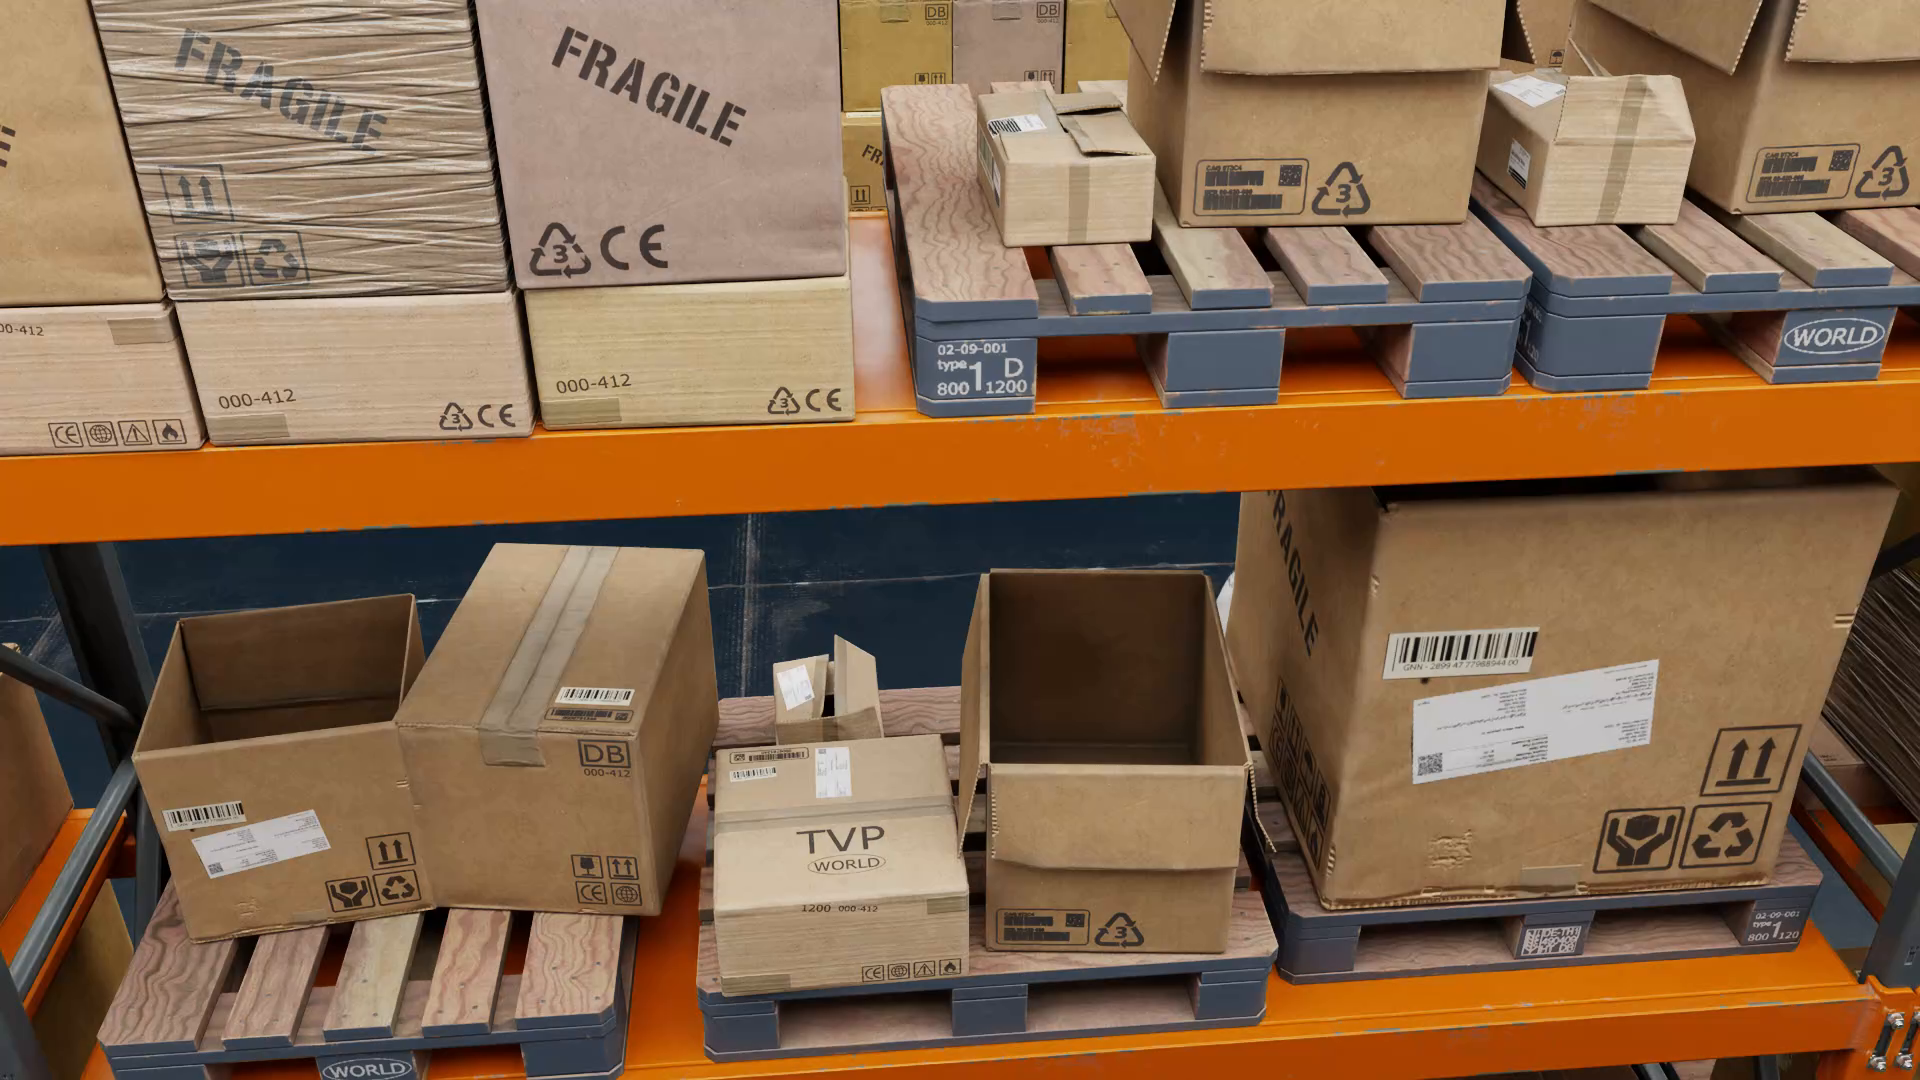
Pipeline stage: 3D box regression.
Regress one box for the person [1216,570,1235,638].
[{"bbox_3d":[1.139,0.350,5.561,0.596,1.741,0.483,-3,31,-5],"label":"person"}]
